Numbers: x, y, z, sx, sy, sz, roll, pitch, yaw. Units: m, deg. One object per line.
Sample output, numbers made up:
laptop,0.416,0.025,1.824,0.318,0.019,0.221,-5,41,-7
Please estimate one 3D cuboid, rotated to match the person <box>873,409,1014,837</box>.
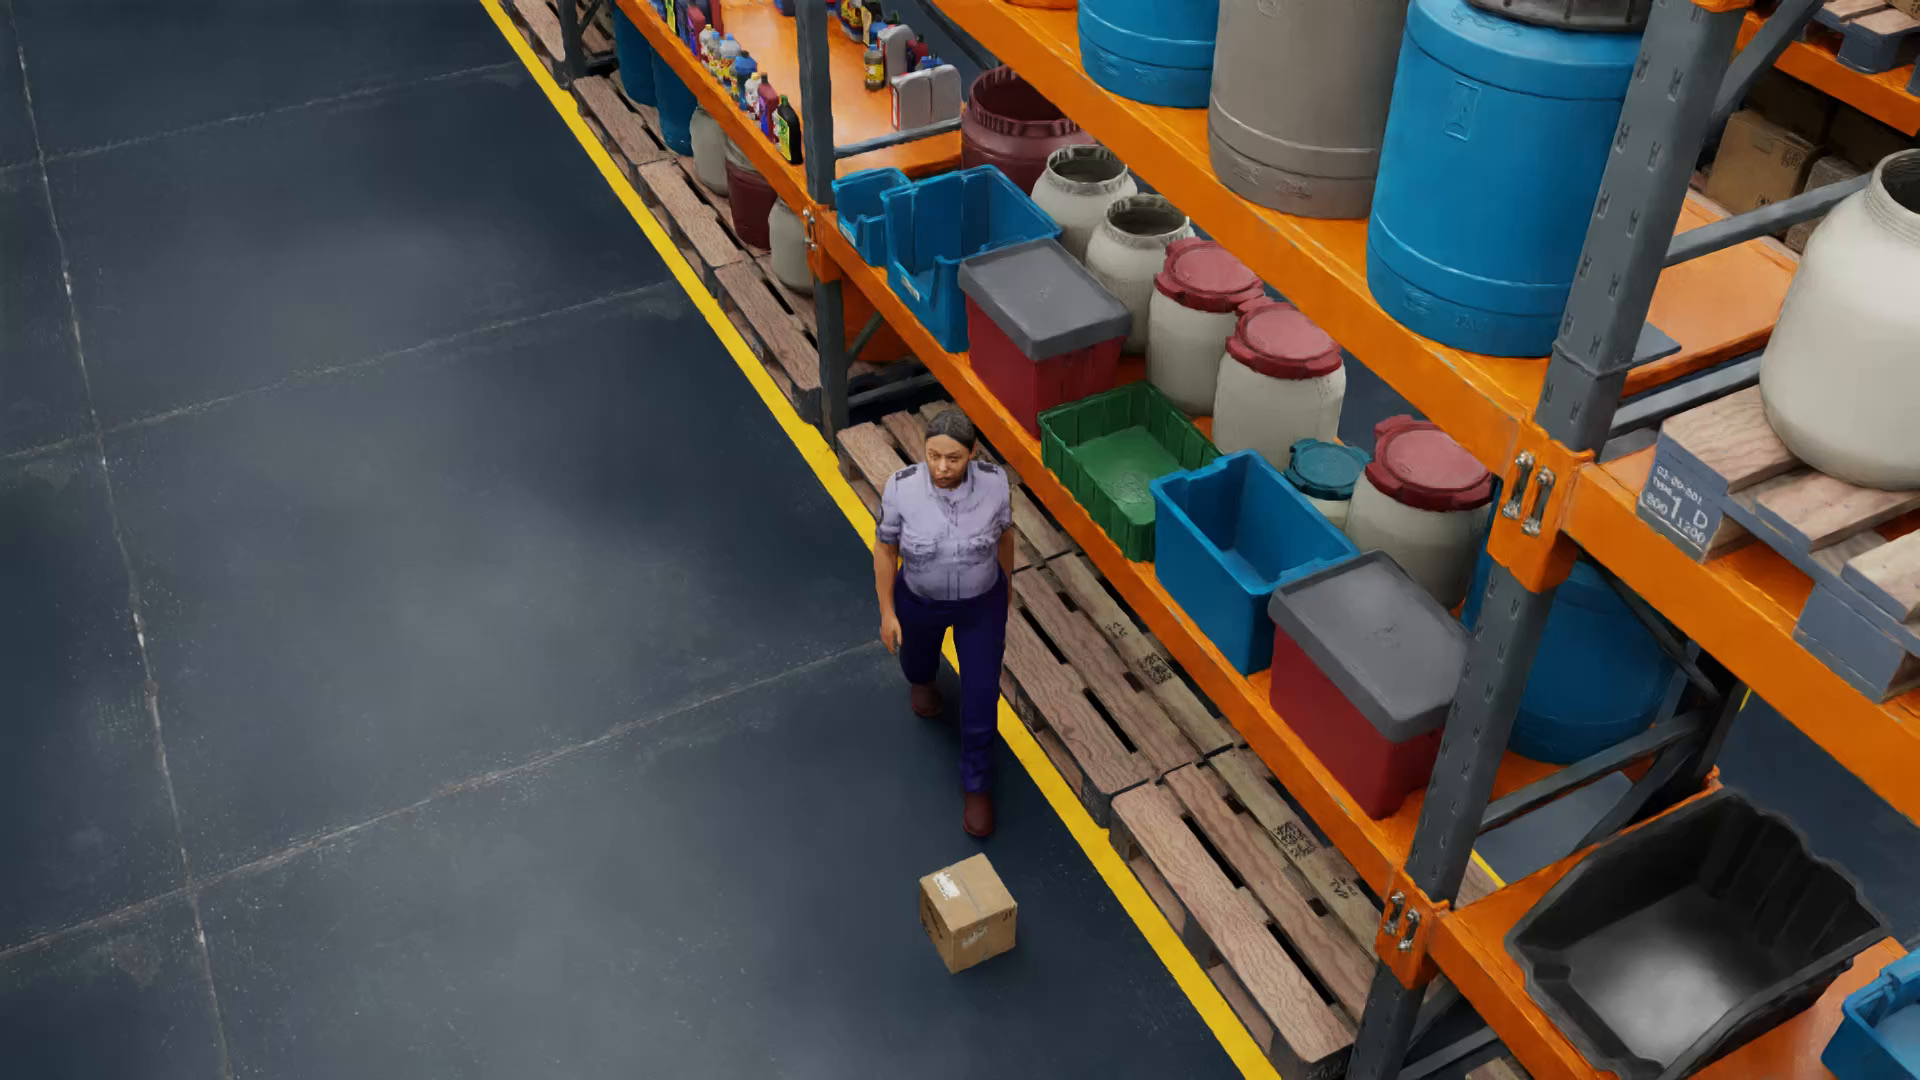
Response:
person,-0.053,0.224,5.924,0.497,1.608,0.885,-1,42,-1
